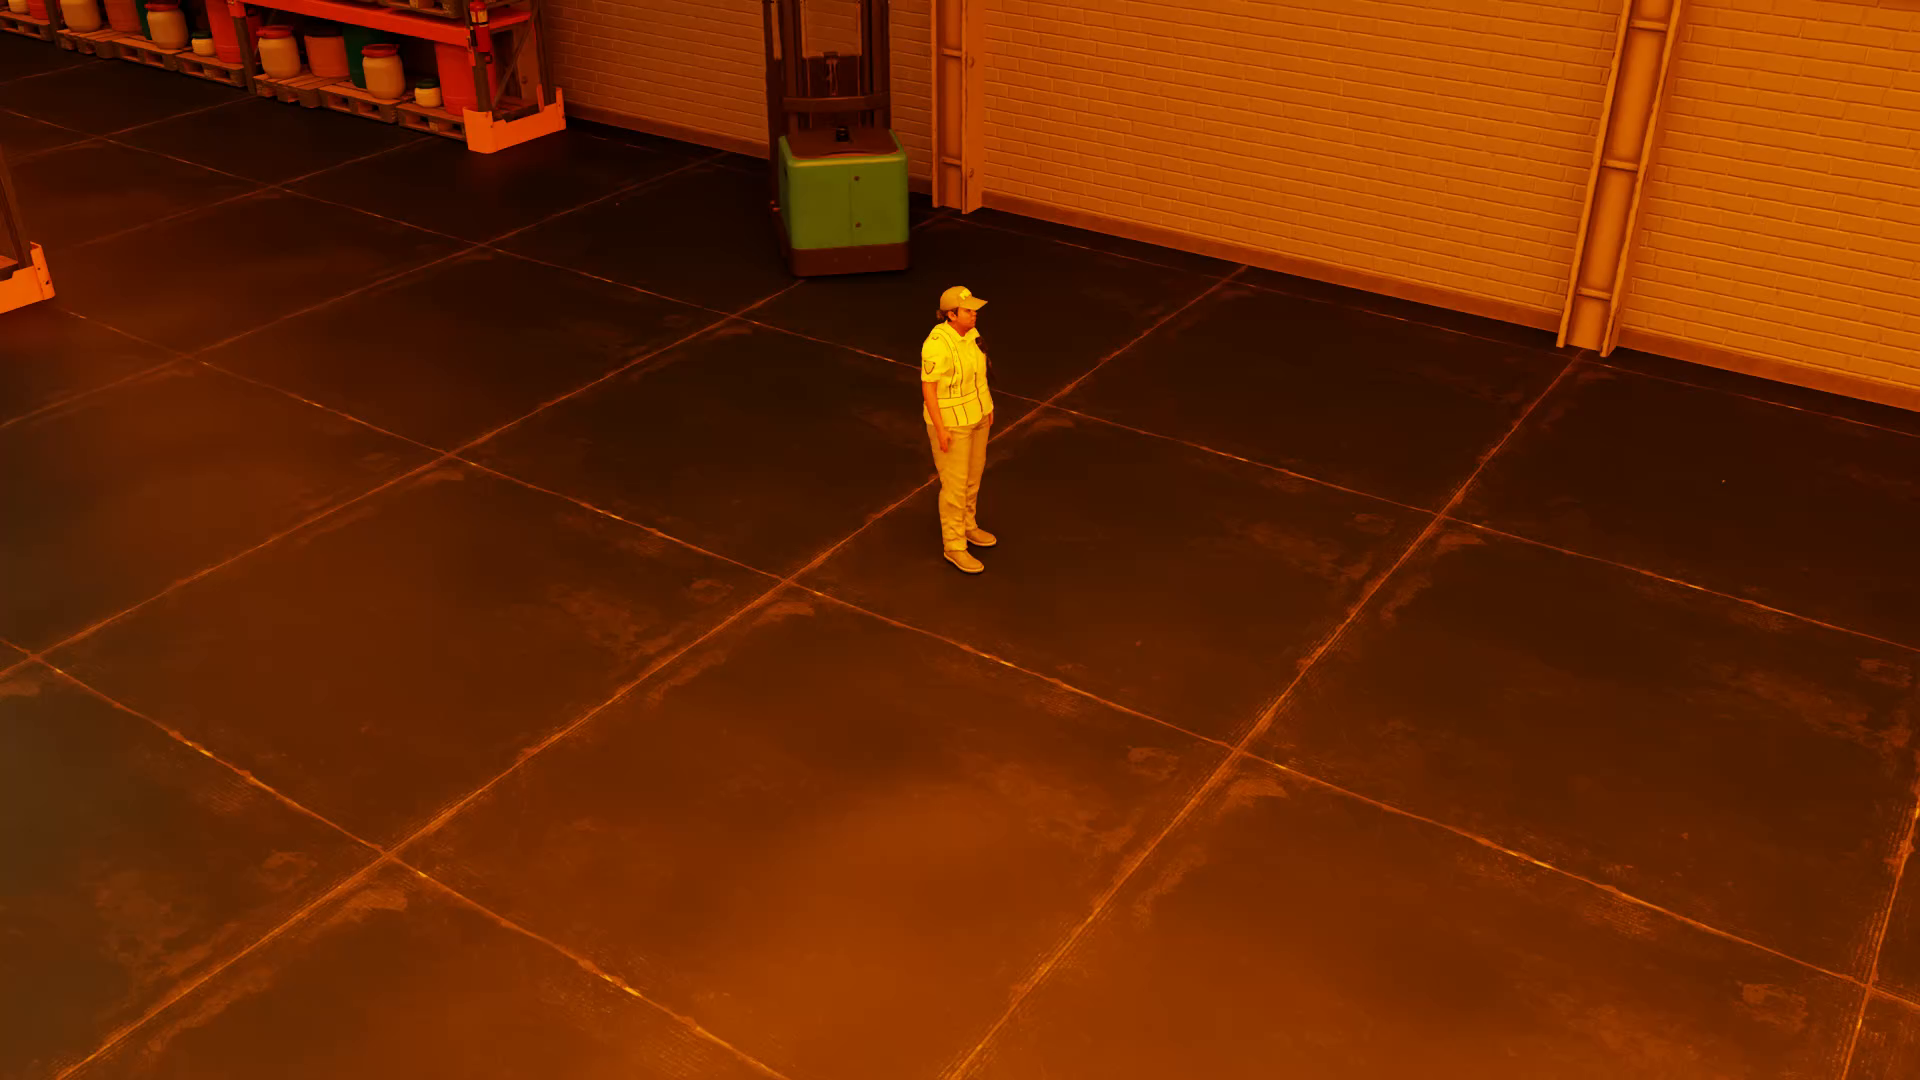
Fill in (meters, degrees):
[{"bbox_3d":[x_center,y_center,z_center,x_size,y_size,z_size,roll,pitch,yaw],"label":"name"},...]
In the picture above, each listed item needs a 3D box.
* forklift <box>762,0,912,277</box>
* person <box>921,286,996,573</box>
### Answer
[{"bbox_3d":[-1.209,-4.247,14.895,1.130,2.935,3.031,-6,31,-10],"label":"forklift"},{"bbox_3d":[0.051,-0.697,10.024,0.529,1.670,0.598,19,35,29],"label":"person"}]
